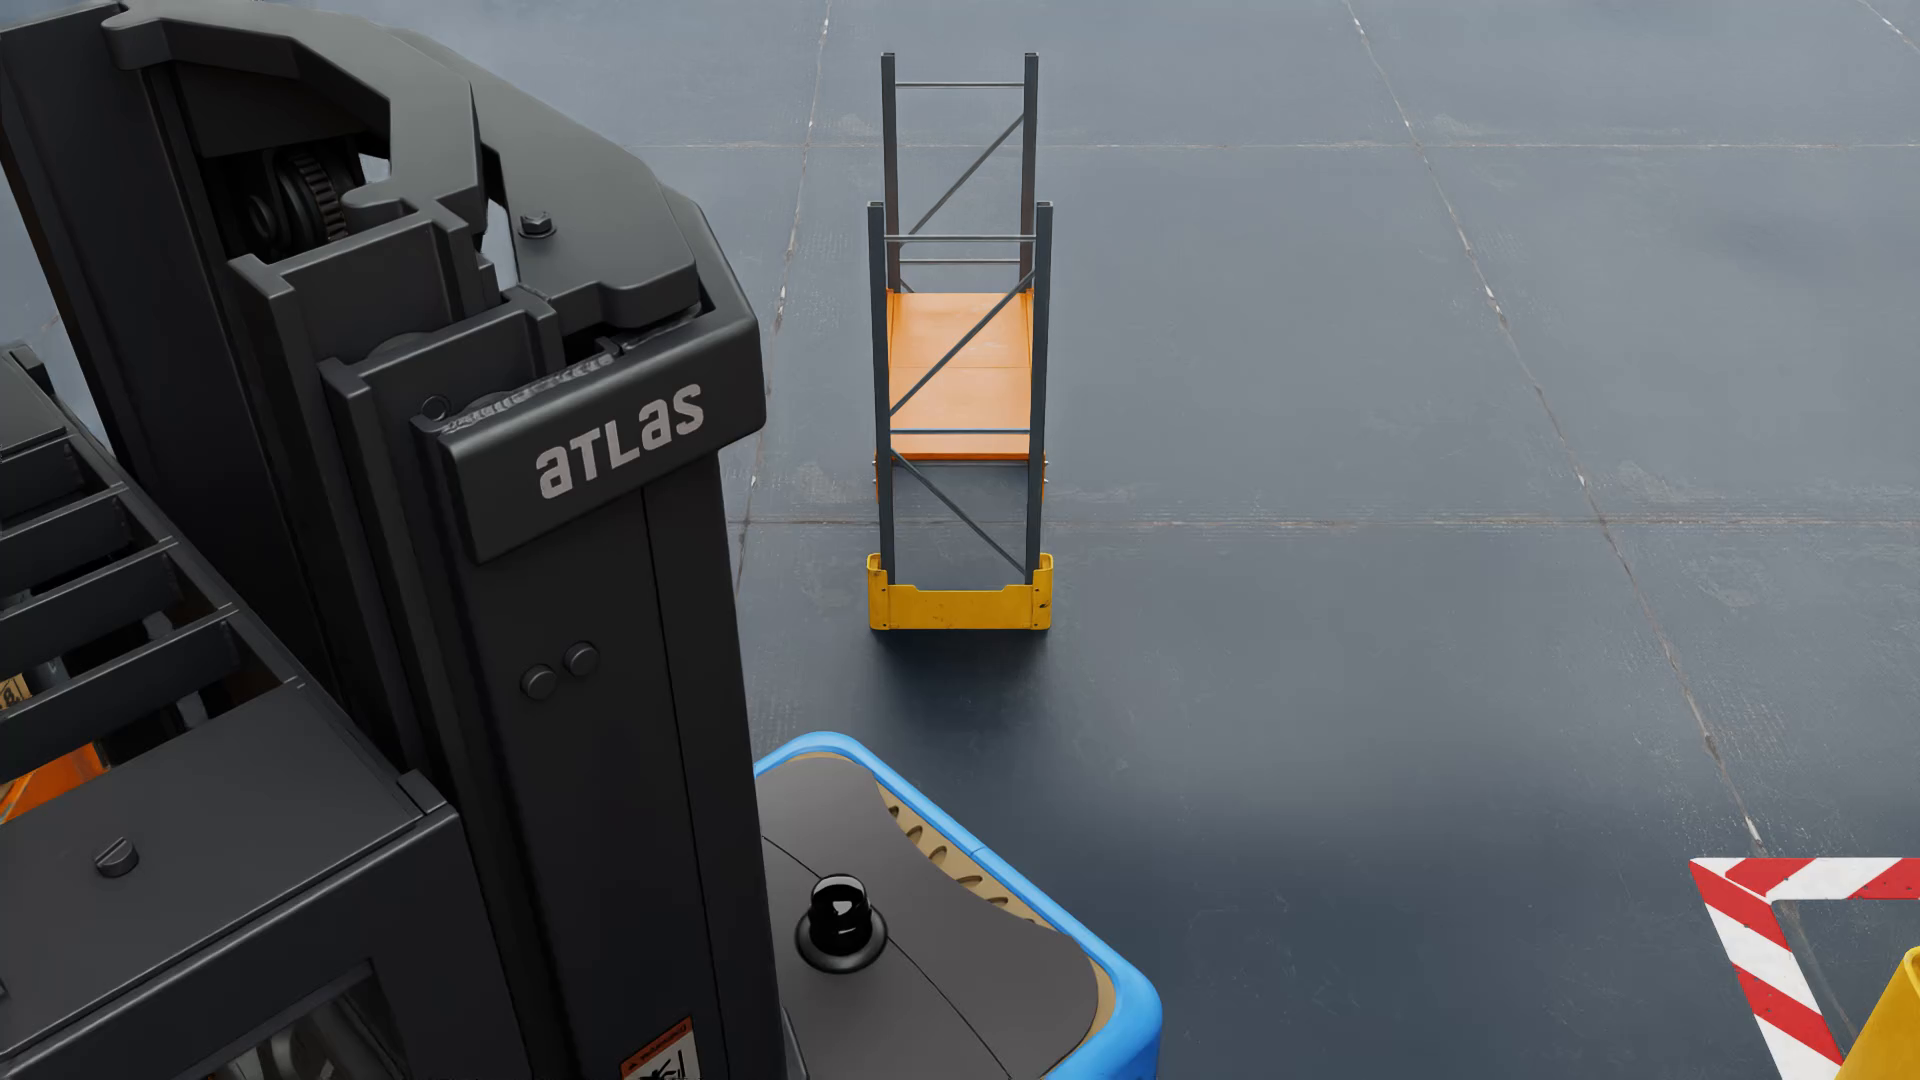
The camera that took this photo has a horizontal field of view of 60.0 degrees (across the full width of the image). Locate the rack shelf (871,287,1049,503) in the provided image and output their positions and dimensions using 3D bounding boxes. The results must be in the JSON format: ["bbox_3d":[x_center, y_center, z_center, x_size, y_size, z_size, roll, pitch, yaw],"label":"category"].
[{"bbox_3d":[0.000,-0.498,5.460,0.538,0.185,1.000,0,39,0],"label":"rack shelf"}]

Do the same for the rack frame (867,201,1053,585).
[{"bbox_3d":[0.000,-0.321,4.951,0.500,1.500,0.032,0,39,0],"label":"rack frame"}]

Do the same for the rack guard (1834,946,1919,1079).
[{"bbox_3d":[2.715,1.229,3.817,1.175,0.500,0.348,0,39,0],"label":"rack guard"}]

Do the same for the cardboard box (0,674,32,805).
[{"bbox_3d":[-2.199,0.320,2.832,0.875,0.550,0.550,0,39,0],"label":"cardboard box"}]

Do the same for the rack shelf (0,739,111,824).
[{"bbox_3d":[-2.242,1.678,1.833,1.077,0.370,4.000,0,39,0],"label":"rack shelf"}]

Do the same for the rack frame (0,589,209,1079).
[{"bbox_3d":[-2.245,0.147,3.169,1.000,3.000,0.127,0,39,0],"label":"rack frame"}]

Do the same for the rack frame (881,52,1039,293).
[{"bbox_3d":[-0.001,-0.956,5.744,0.500,1.500,0.032,0,39,0],"label":"rack frame"}]

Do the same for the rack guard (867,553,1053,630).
[{"bbox_3d":[0.000,0.166,5.343,0.587,0.250,0.087,0,39,0],"label":"rack guard"}]

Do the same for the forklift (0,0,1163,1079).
[{"bbox_3d":[-1.037,0.925,2.252,3.031,2.935,1.130,-30,48,-32],"label":"forklift"}]

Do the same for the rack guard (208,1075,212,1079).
[{"bbox_3d":[-2.245,1.107,3.969,1.175,0.500,0.348,0,39,0],"label":"rack guard"}]

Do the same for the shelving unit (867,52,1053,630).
[{"bbox_3d":[0.000,-0.633,5.340,0.587,1.500,1.083,0,39,0],"label":"shelving unit"}]
